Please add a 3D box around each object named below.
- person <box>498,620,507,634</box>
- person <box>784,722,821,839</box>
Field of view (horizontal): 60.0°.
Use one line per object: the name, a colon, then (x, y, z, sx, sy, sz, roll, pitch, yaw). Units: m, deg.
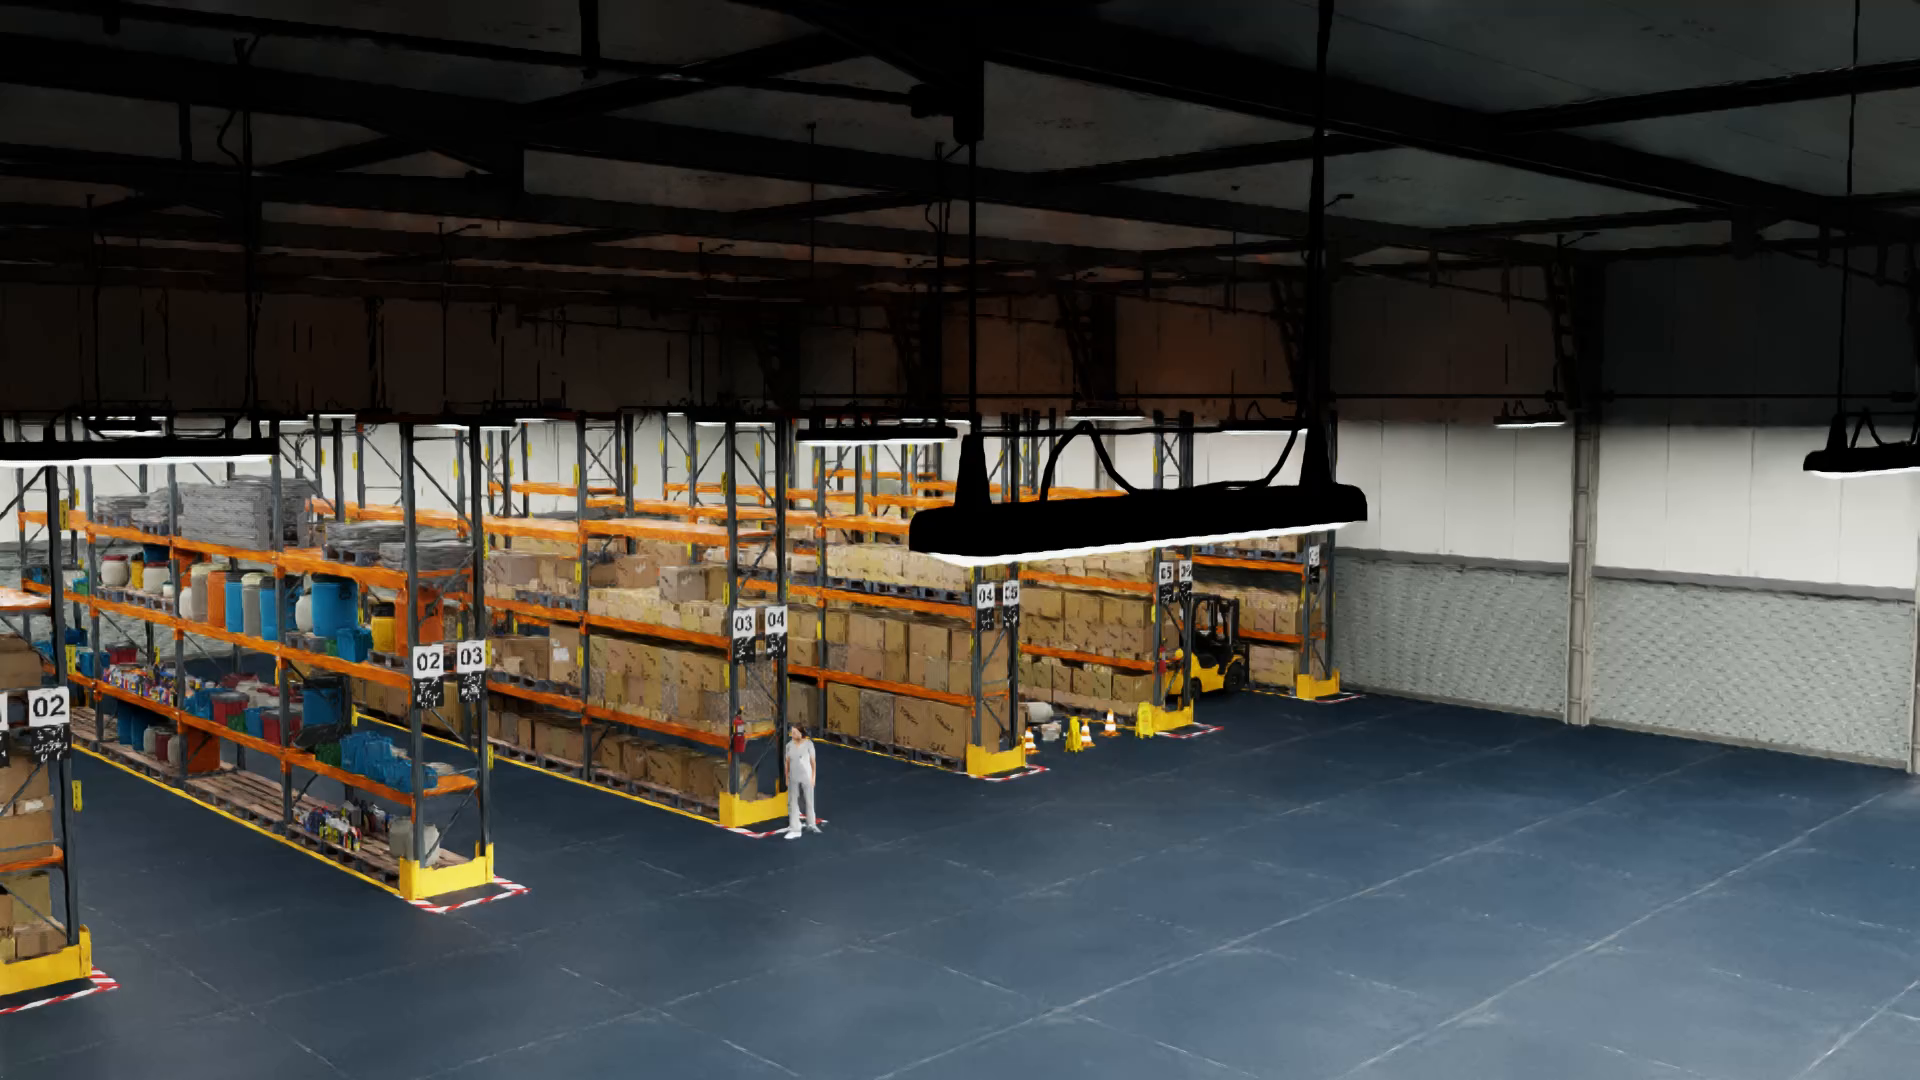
person: (-9.550, 2.482, 35.088, 0.986, 1.596, 0.461, 5, 7, 44)
person: (-2.272, 3.430, 23.926, 0.507, 1.668, 0.571, 1, 5, 9)
